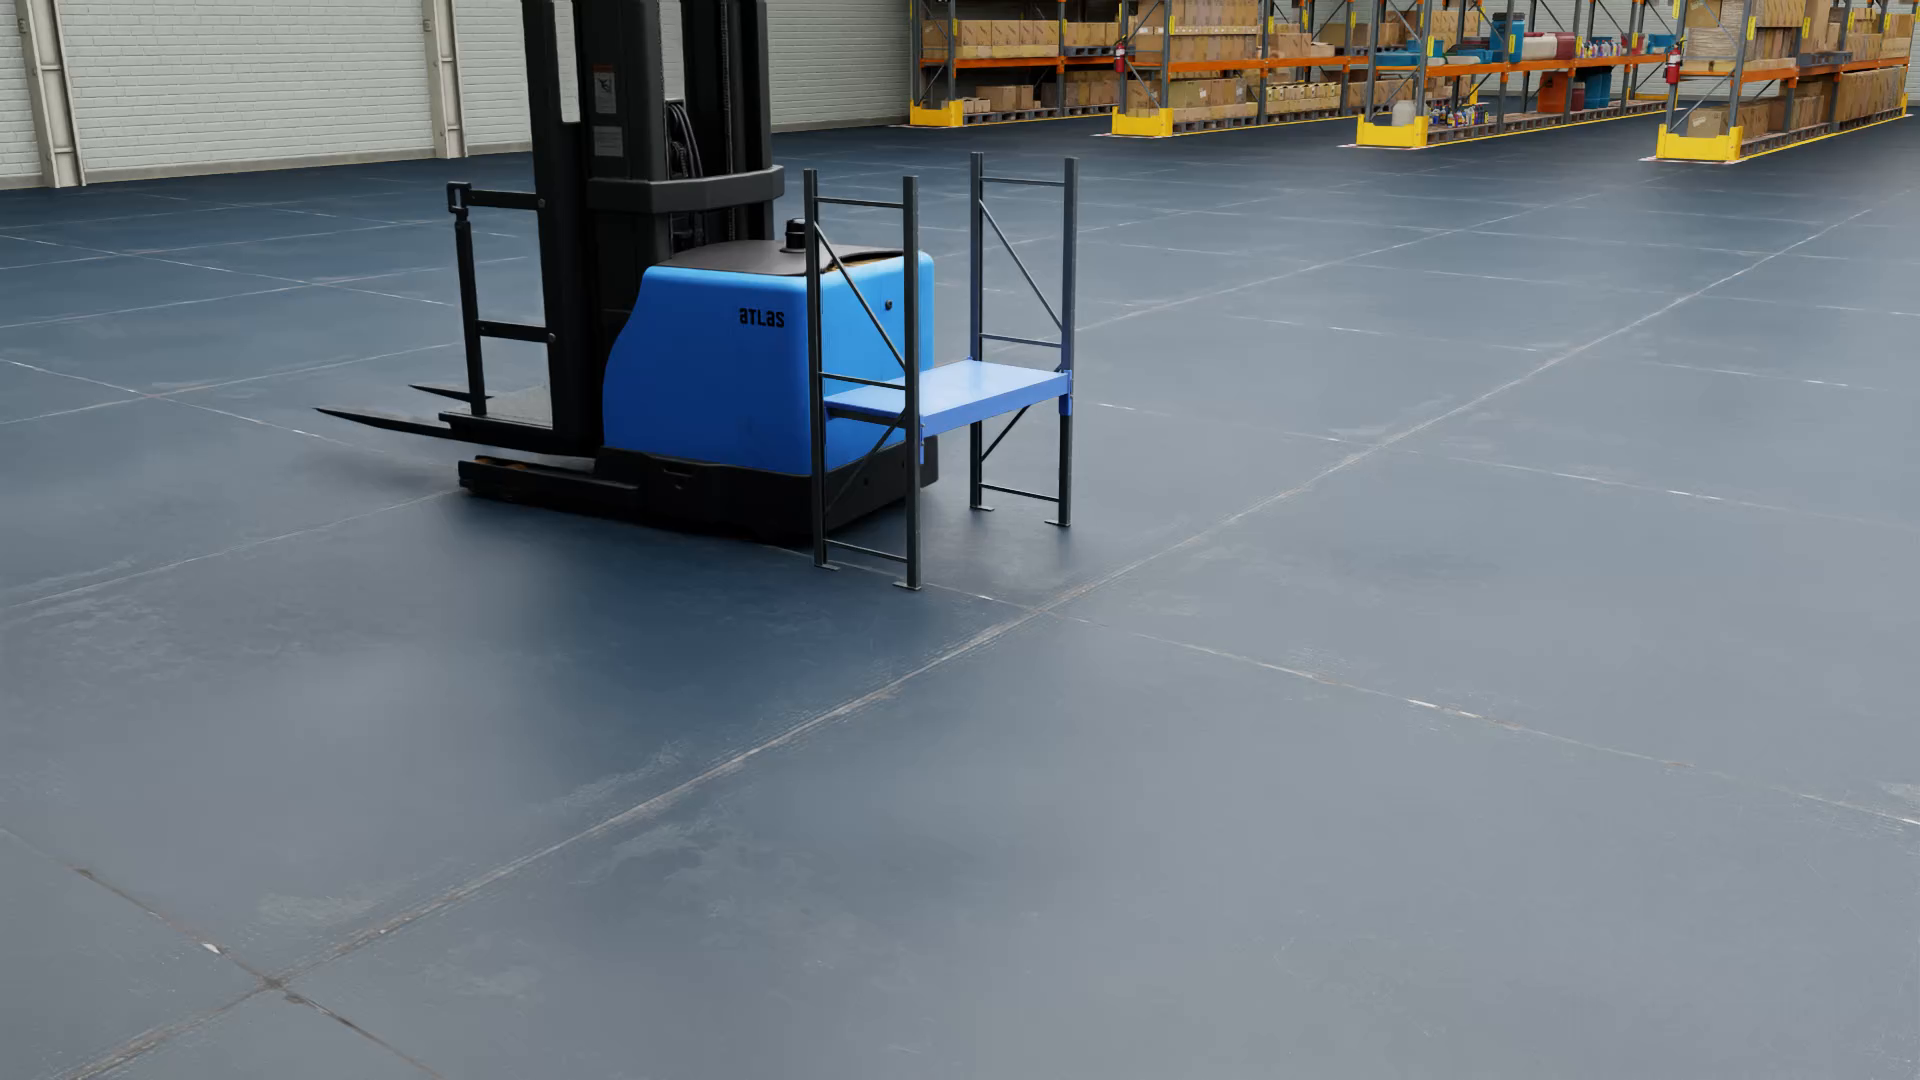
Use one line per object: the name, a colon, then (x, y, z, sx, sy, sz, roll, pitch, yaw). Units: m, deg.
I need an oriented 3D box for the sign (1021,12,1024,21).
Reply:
sign: (1.399, -11.569, 36.986, 0.100, 0.325, 0.005, 12, 21, 35)

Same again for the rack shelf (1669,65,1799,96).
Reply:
rack shelf: (12.590, -7.473, 26.962, 1.077, 0.370, 4.000, 12, 21, 35)

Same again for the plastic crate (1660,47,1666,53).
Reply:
plastic crate: (16.613, -11.702, 39.713, 0.396, 0.136, 0.243, 12, 21, 35)

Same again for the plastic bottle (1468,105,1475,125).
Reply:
plastic bottle: (9.345, -7.786, 30.482, 0.144, 0.351, 0.185, 12, 21, 34)

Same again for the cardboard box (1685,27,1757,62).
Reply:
cardboard box: (11.748, -7.656, 25.669, 0.875, 0.500, 0.500, 12, 21, 35)

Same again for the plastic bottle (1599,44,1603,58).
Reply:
plastic bottle: (13.757, -10.509, 35.723, 0.061, 0.283, 0.133, 12, 21, 35)

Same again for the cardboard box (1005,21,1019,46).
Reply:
cardboard box: (0.903, -10.685, 35.049, 0.500, 0.500, 0.500, 13, 22, 36)

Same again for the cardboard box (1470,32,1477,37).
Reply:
cardboard box: (12.930, -12.795, 42.720, 0.500, 0.500, 0.500, 13, 22, 36)

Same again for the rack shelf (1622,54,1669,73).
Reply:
rack shelf: (15.762, -11.206, 38.984, 1.077, 0.370, 4.000, 12, 21, 35)

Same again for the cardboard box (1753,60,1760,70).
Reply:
cardboard box: (12.372, -7.480, 26.197, 0.380, 0.149, 0.250, 12, 21, 35)

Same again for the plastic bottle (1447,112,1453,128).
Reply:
plastic bottle: (8.751, -7.499, 29.692, 0.097, 0.271, 0.097, 0, 17, 0)

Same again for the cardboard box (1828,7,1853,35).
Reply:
cardboard box: (16.613, -9.943, 31.845, 0.797, 0.503, 0.637, 13, 22, 37)

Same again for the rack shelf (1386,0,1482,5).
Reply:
rack shelf: (11.786, -13.515, 41.361, 1.077, 0.370, 4.000, 12, 21, 35)

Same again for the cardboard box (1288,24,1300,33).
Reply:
cardboard box: (8.701, -13.796, 45.607, 0.980, 0.700, 0.700, 14, 22, 37)

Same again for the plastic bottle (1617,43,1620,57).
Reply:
plastic bottle: (14.494, -10.803, 36.671, 0.061, 0.283, 0.133, 12, 21, 35)

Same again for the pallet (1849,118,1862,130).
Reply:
pallet: (17.422, -8.377, 33.364, 1.003, 0.211, 1.213, 12, 21, 35)

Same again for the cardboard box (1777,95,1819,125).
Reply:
cardboard box: (15.461, -7.964, 30.805, 0.700, 0.500, 0.500, 10, 20, 30)

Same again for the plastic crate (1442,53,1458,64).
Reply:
plastic crate: (8.768, -8.793, 30.359, 0.450, 0.188, 0.662, 12, 21, 35)

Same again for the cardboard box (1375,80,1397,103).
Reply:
cardboard box: (9.930, -10.562, 39.170, 0.500, 0.500, 0.500, 13, 21, 35)

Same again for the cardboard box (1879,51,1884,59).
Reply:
cardboard box: (18.991, -10.090, 34.600, 0.380, 0.149, 0.250, 12, 21, 35)

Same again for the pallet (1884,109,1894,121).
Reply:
pallet: (19.790, -9.325, 36.417, 1.003, 0.211, 1.213, 12, 21, 35)

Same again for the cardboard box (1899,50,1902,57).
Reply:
cardboard box: (20.376, -10.644, 36.386, 0.380, 0.149, 0.250, 12, 21, 33)

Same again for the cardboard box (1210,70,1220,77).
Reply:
cardboard box: (6.331, -11.820, 42.665, 0.750, 0.750, 0.750, 13, 21, 35)

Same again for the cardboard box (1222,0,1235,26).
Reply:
cardboard box: (4.970, -10.365, 32.706, 0.700, 0.500, 0.500, 12, 21, 35)

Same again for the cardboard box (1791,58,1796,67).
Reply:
cardboard box: (13.889, -8.069, 28.094, 0.380, 0.149, 0.250, 12, 21, 35)

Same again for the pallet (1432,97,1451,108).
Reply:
pallet: (11.731, -11.073, 42.044, 1.003, 0.211, 1.213, 12, 21, 35)

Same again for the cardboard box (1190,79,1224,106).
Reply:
cardboard box: (4.839, -8.782, 32.629, 0.500, 0.500, 0.500, 12, 21, 35)

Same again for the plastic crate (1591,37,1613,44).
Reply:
plastic crate: (14.575, -11.266, 37.889, 0.392, 0.384, 0.575, 12, 21, 35)

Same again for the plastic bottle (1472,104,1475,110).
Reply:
plastic bottle: (9.536, -7.934, 30.959, 0.144, 0.351, 0.185, 12, 21, 35)

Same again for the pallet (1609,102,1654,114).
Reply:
pallet: (15.704, -10.215, 39.283, 1.003, 0.211, 1.213, 12, 21, 35)

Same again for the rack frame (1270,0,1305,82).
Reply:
rack frame: (8.997, -13.776, 46.049, 1.000, 3.000, 0.127, 12, 21, 35)

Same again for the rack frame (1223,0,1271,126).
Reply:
rack frame: (5.828, -10.044, 34.029, 1.000, 3.000, 0.127, 12, 21, 35)

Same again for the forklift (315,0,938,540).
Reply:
forklift: (-1.637, -1.694, 7.257, 3.031, 2.935, 1.130, 9, 20, 28)

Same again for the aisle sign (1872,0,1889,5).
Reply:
aisle sign: (20.733, -12.462, 37.433, 0.394, 0.787, 0.004, 12, 21, 35)

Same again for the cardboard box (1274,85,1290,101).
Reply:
cardboard box: (6.577, -9.372, 34.848, 0.500, 0.311, 0.500, 12, 21, 34)

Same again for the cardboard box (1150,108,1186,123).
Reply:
cardboard box: (3.943, -8.067, 31.591, 0.500, 0.250, 0.500, 12, 21, 35)

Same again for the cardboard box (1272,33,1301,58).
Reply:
cardboard box: (6.911, -10.516, 35.382, 0.500, 0.500, 0.500, 12, 21, 35)

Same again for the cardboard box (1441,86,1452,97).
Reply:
cardboard box: (12.262, -11.405, 42.307, 0.500, 0.250, 0.500, 12, 21, 35)

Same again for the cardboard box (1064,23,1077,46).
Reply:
cardboard box: (2.178, -11.291, 37.136, 0.700, 0.500, 0.500, 12, 21, 35)

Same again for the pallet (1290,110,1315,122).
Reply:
pallet: (6.962, -9.186, 35.970, 1.003, 0.211, 1.213, 12, 21, 35)

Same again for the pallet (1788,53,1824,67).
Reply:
pallet: (14.354, -8.357, 28.921, 1.003, 0.211, 1.213, 12, 21, 35)

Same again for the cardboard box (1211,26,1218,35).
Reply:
cardboard box: (4.768, -9.870, 32.207, 0.380, 0.149, 0.250, 13, 21, 35)

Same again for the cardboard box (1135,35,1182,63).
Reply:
cardboard box: (3.733, -9.248, 31.297, 0.700, 0.500, 0.500, 12, 21, 35)

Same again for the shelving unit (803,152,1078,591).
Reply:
shelving unit: (-0.051, -0.696, 6.456, 0.538, 1.500, 1.048, 12, 21, 35)

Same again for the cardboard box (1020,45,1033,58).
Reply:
cardboard box: (1.218, -10.450, 35.557, 0.500, 0.250, 0.500, 12, 21, 34)

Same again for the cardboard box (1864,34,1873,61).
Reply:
cardboard box: (17.883, -9.844, 33.216, 0.500, 0.500, 0.500, 12, 21, 34)

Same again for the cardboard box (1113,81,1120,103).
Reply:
cardboard box: (3.443, -10.605, 39.308, 0.700, 0.500, 0.500, 12, 21, 35)

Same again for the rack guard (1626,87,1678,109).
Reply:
rack guard: (16.958, -10.840, 40.808, 1.175, 0.500, 0.348, 12, 21, 35)

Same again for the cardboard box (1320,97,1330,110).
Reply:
cardboard box: (7.789, -9.592, 36.503, 0.500, 0.250, 0.500, 12, 21, 34)

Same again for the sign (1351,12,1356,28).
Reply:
sign: (8.659, -11.452, 36.612, 0.100, 0.325, 0.005, 12, 21, 35)

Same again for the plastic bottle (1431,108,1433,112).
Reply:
plastic bottle: (8.745, -7.885, 30.915, 0.061, 0.283, 0.133, 14, 22, 37)

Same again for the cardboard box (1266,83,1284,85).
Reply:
cardboard box: (6.745, -9.709, 35.933, 0.500, 0.311, 0.500, 12, 21, 34)

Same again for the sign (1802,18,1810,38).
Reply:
sign: (14.222, -8.612, 27.958, 0.100, 0.325, 0.005, 12, 21, 35)

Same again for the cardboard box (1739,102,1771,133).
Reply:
cardboard box: (13.511, -7.211, 28.414, 0.500, 0.500, 0.500, 12, 21, 33)

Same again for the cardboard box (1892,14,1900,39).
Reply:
cardboard box: (19.645, -10.936, 35.389, 0.500, 0.500, 0.500, 12, 21, 33)

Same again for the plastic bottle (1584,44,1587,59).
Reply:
plastic bottle: (13.097, -10.245, 34.872, 0.061, 0.283, 0.133, 12, 21, 35)

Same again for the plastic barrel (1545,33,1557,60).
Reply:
plastic barrel: (11.746, -9.891, 33.348, 0.421, 0.512, 0.421, 0, 17, 0)

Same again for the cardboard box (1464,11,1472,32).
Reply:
cardboard box: (12.633, -13.152, 42.184, 0.500, 0.500, 0.500, 13, 22, 36)
